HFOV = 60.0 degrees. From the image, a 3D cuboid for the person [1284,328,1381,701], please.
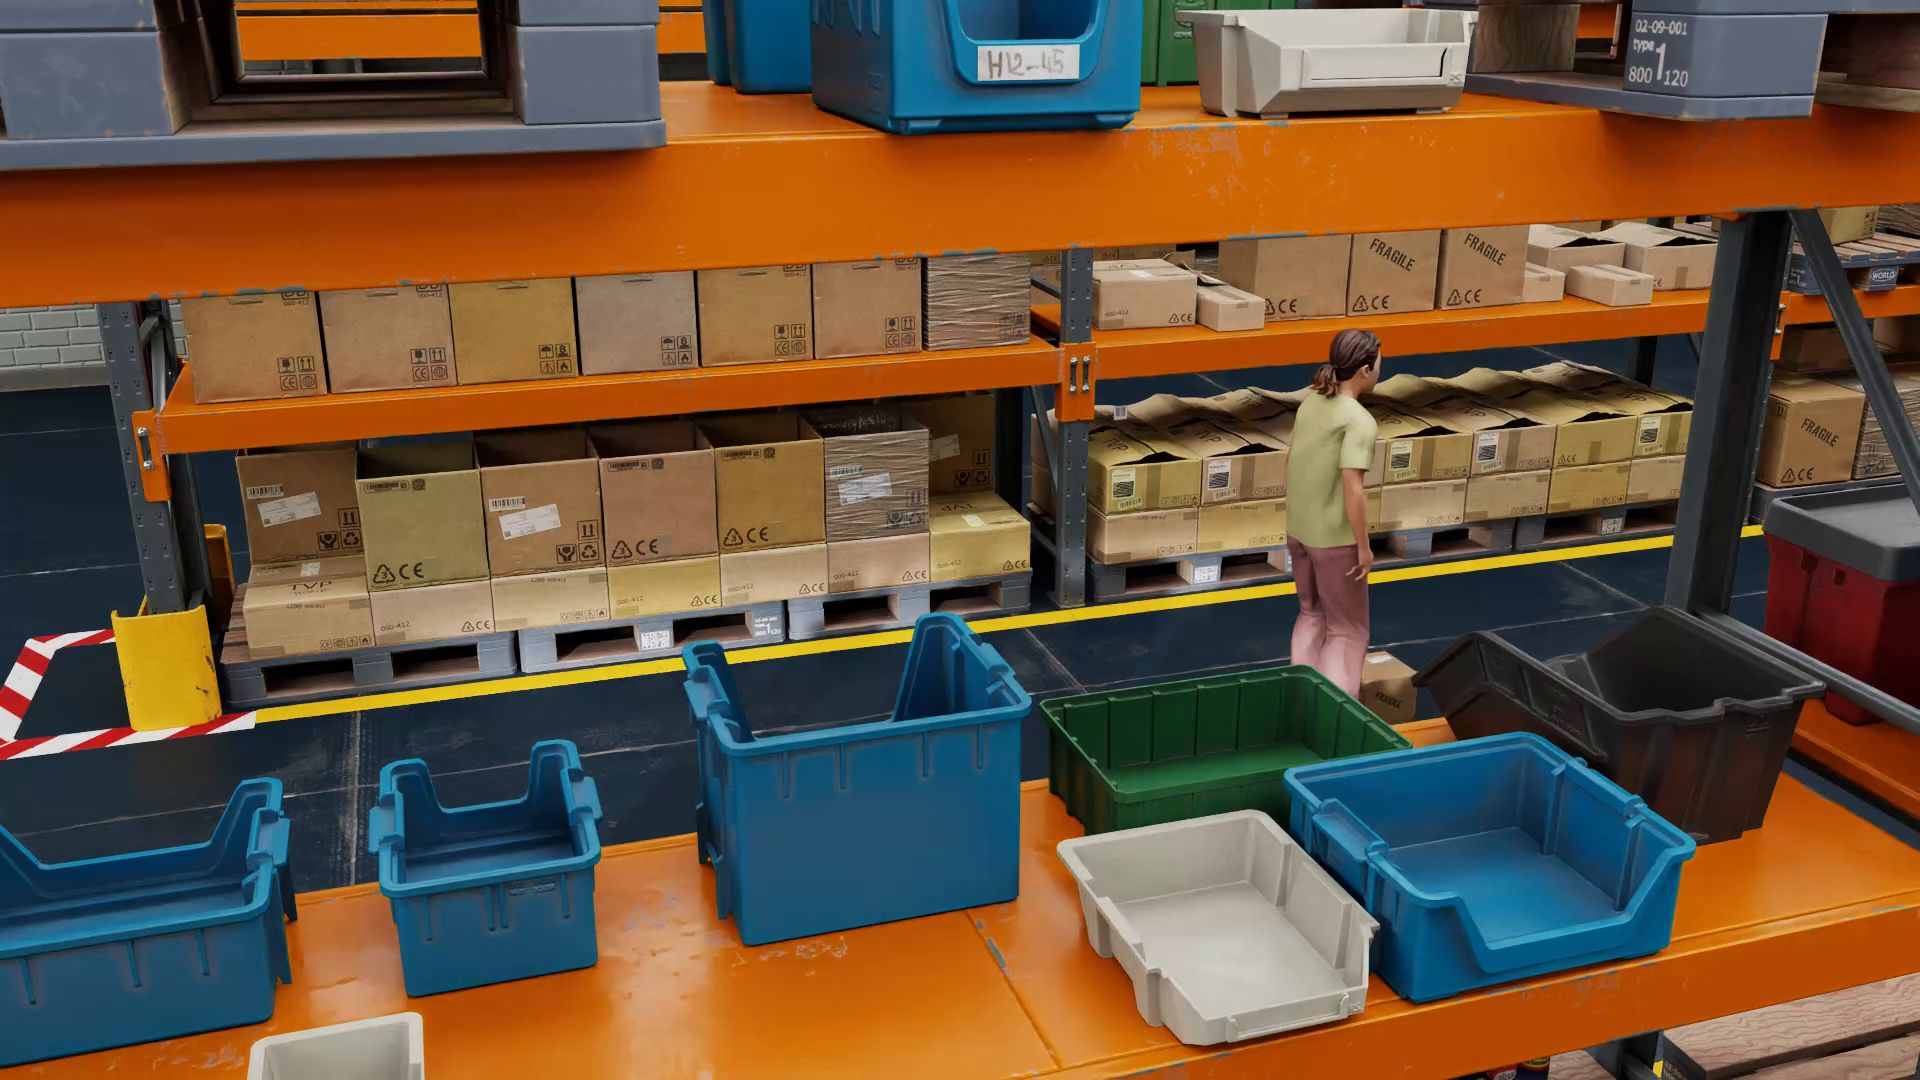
[{"bbox_3d":[1.482,-0.006,6.589,0.365,1.671,0.510,-7,21,-20],"label":"person"}]
